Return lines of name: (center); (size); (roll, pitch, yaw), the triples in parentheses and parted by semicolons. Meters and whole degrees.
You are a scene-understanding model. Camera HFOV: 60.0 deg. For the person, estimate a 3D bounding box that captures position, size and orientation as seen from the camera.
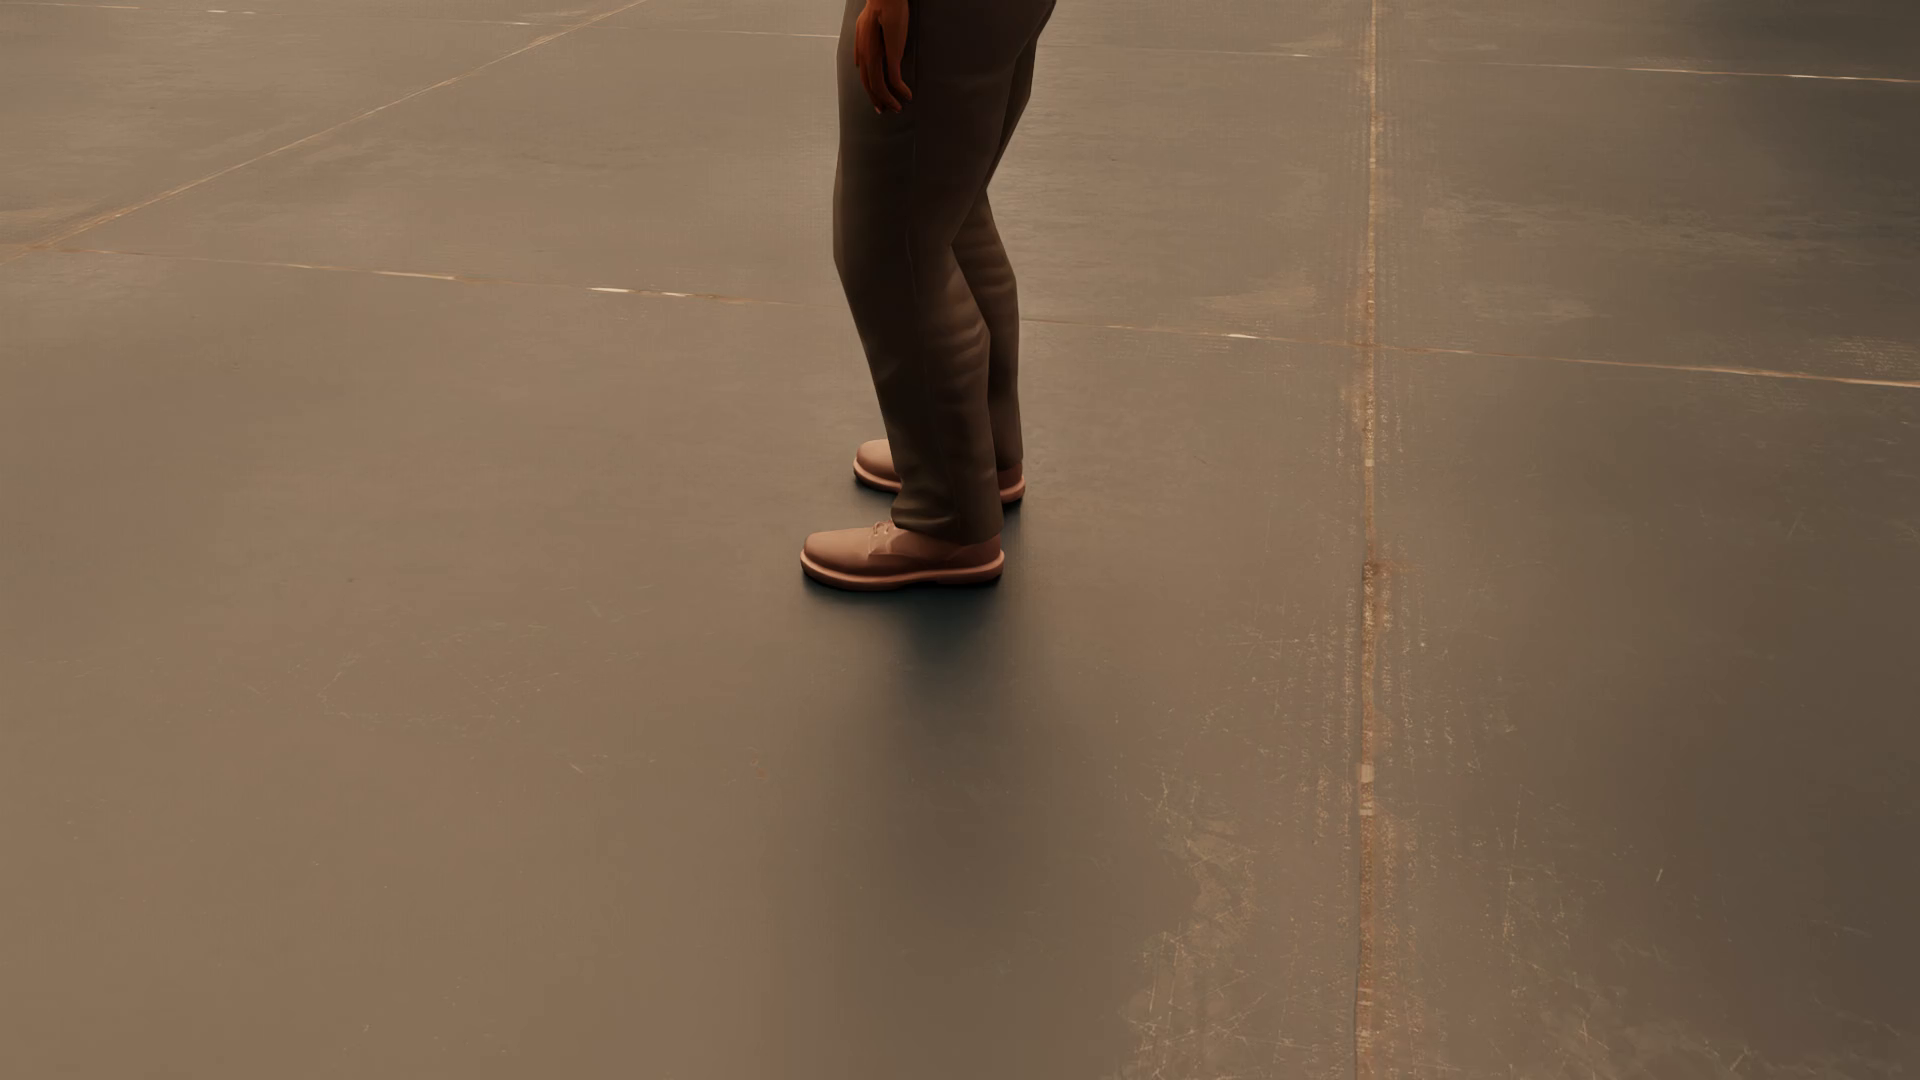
person: (-0.038, -0.741, 2.136); (0.349, 1.654, 0.513); (5, 27, 9)
